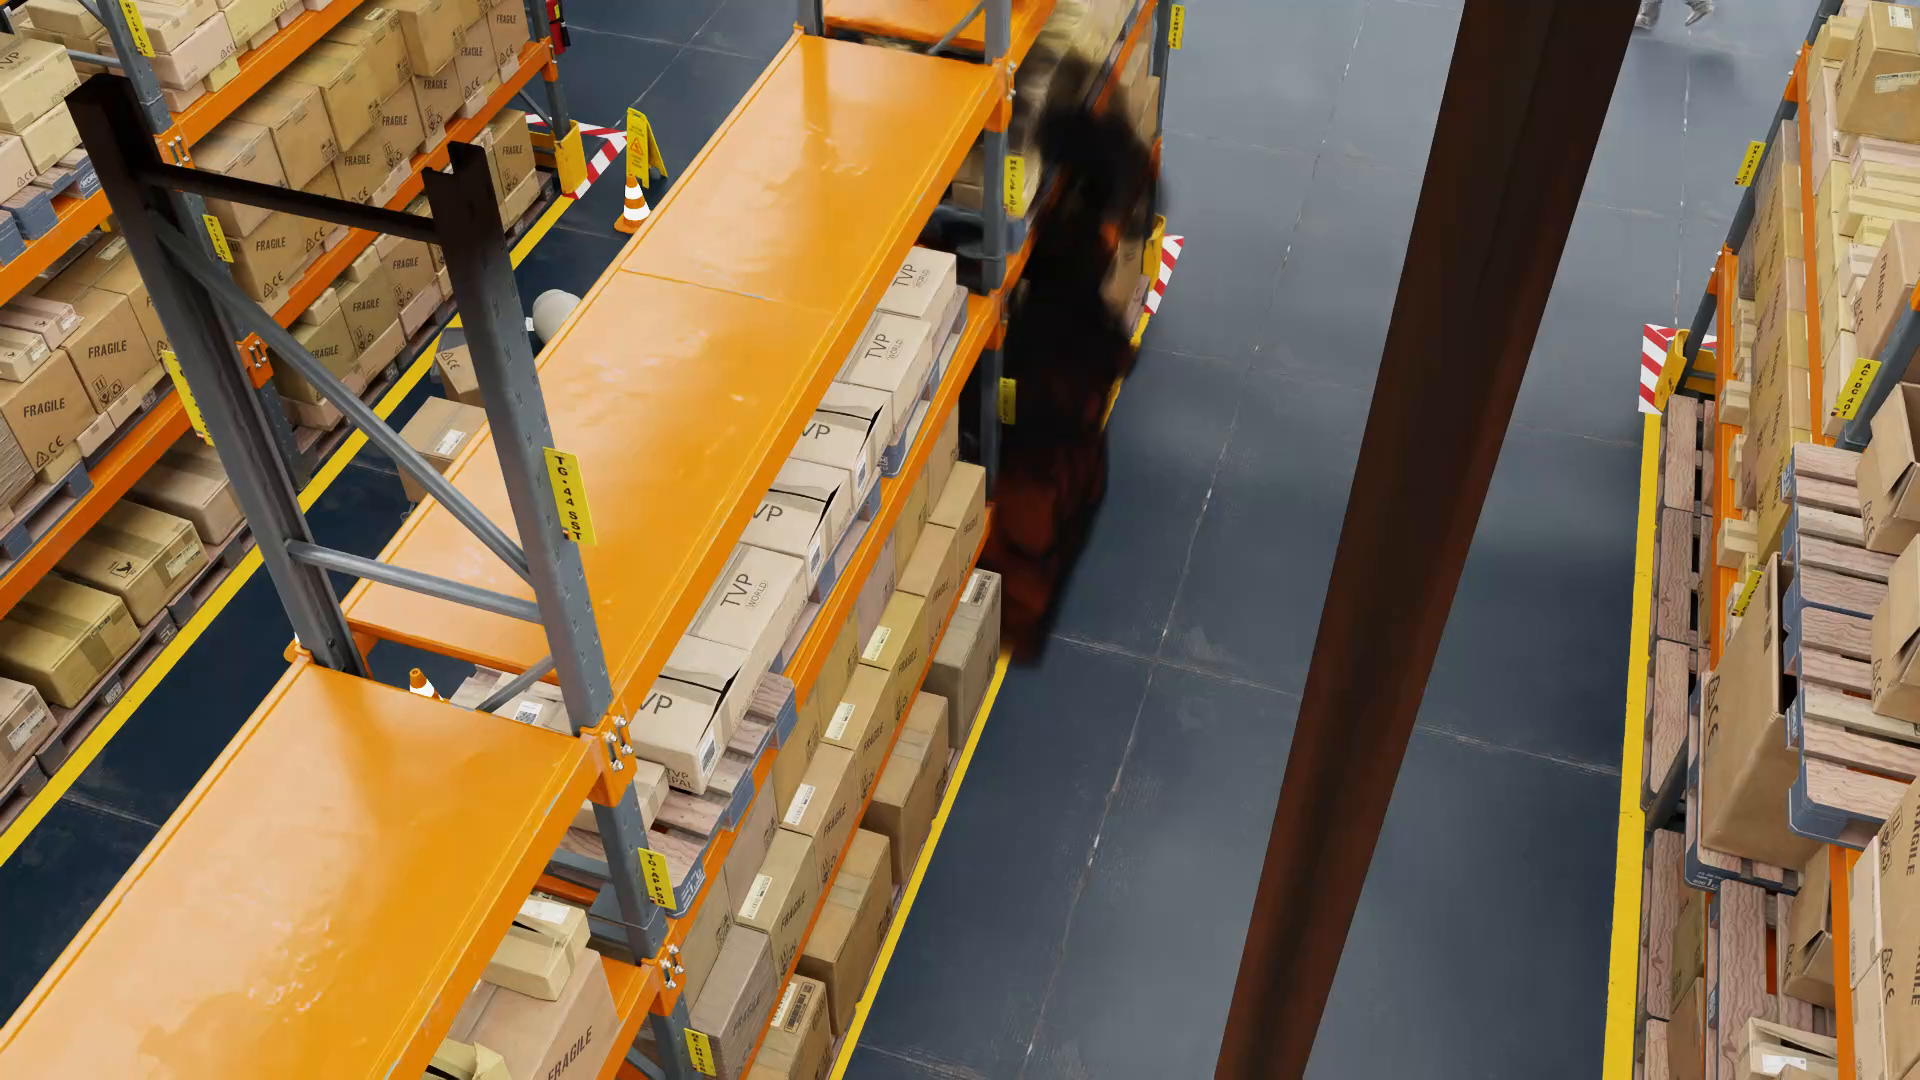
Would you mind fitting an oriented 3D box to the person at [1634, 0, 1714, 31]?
[{"bbox_3d":[6.676,-5.438,15.229,0.762,1.738,0.675,31,53,26],"label":"person"}]
